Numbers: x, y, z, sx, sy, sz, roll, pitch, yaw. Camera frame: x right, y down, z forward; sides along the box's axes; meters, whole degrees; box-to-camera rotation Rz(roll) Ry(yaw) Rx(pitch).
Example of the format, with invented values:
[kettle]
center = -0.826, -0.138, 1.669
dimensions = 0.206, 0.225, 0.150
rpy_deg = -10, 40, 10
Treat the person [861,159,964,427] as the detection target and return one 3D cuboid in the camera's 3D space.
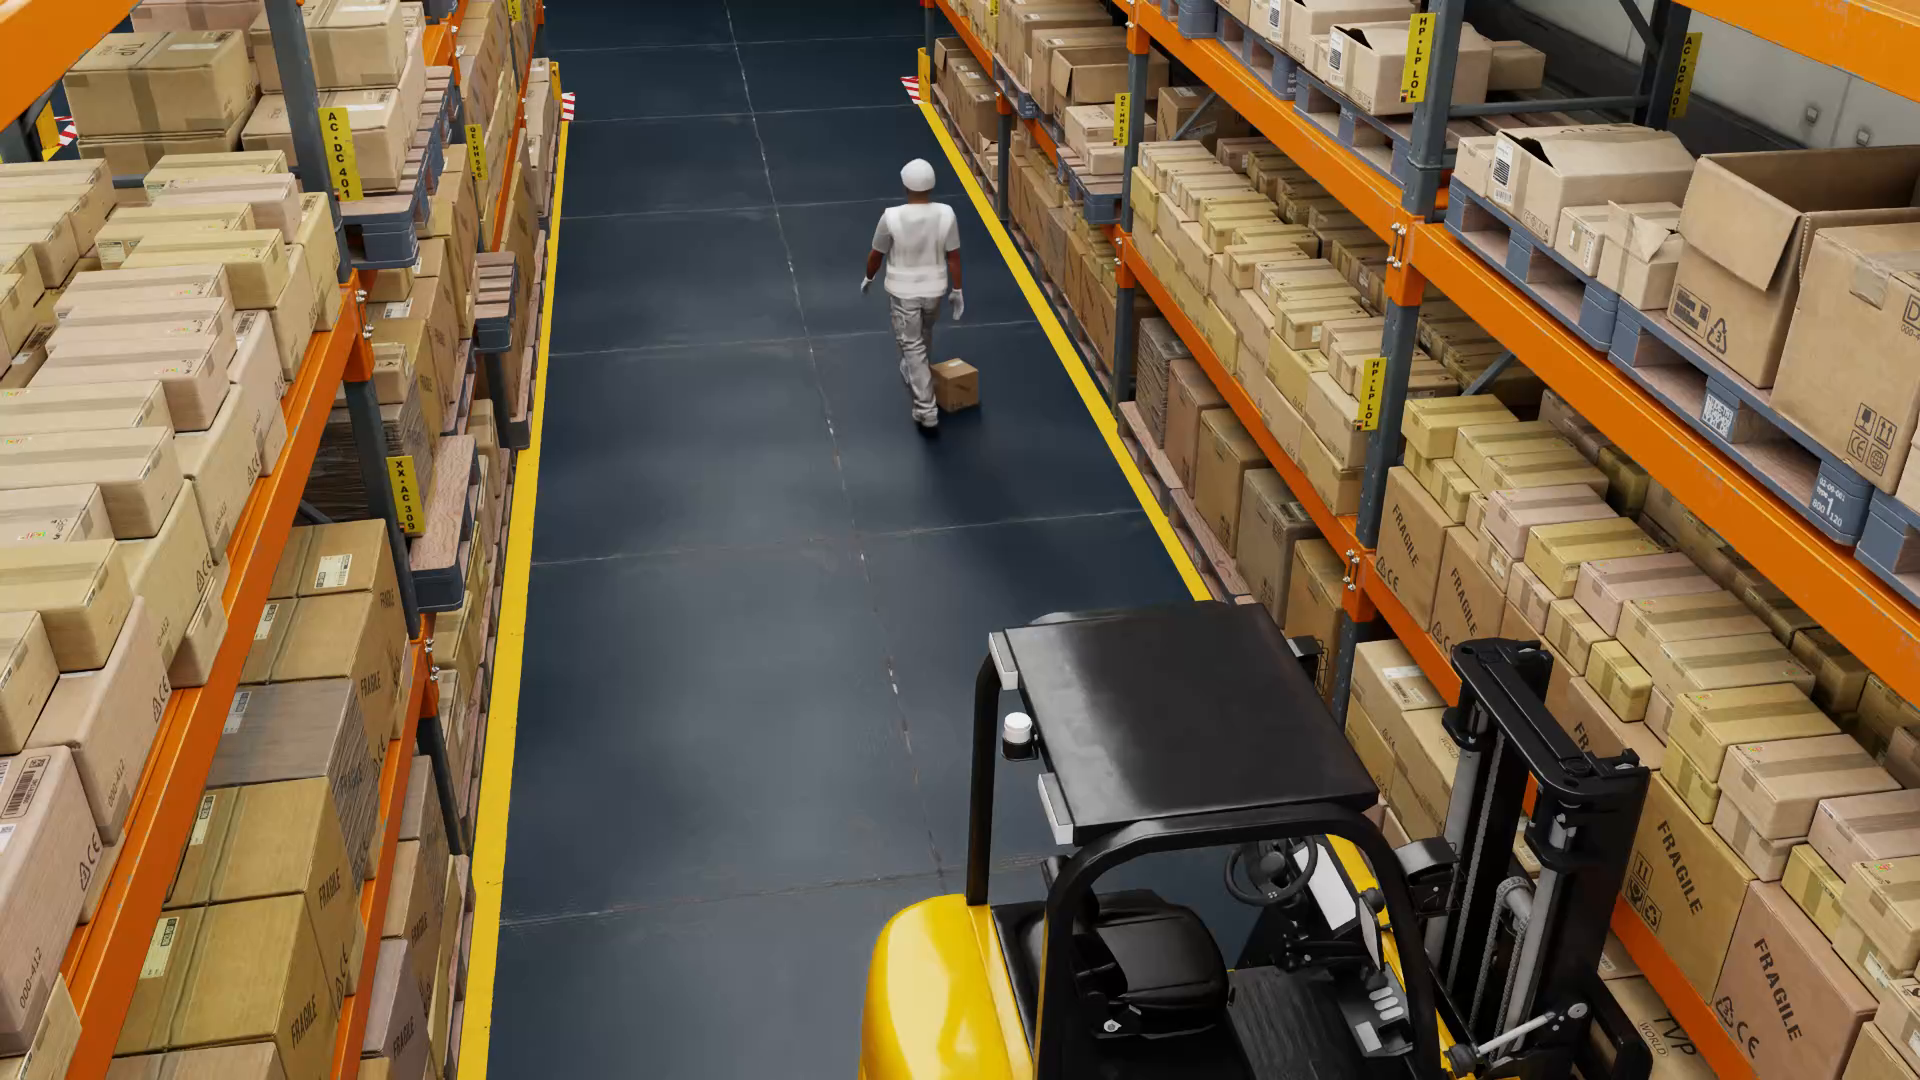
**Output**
[person]
center = -0.331, -1.694, 11.005
dimensions = 0.589, 1.734, 1.061
rpy_deg = -11, 32, -18
